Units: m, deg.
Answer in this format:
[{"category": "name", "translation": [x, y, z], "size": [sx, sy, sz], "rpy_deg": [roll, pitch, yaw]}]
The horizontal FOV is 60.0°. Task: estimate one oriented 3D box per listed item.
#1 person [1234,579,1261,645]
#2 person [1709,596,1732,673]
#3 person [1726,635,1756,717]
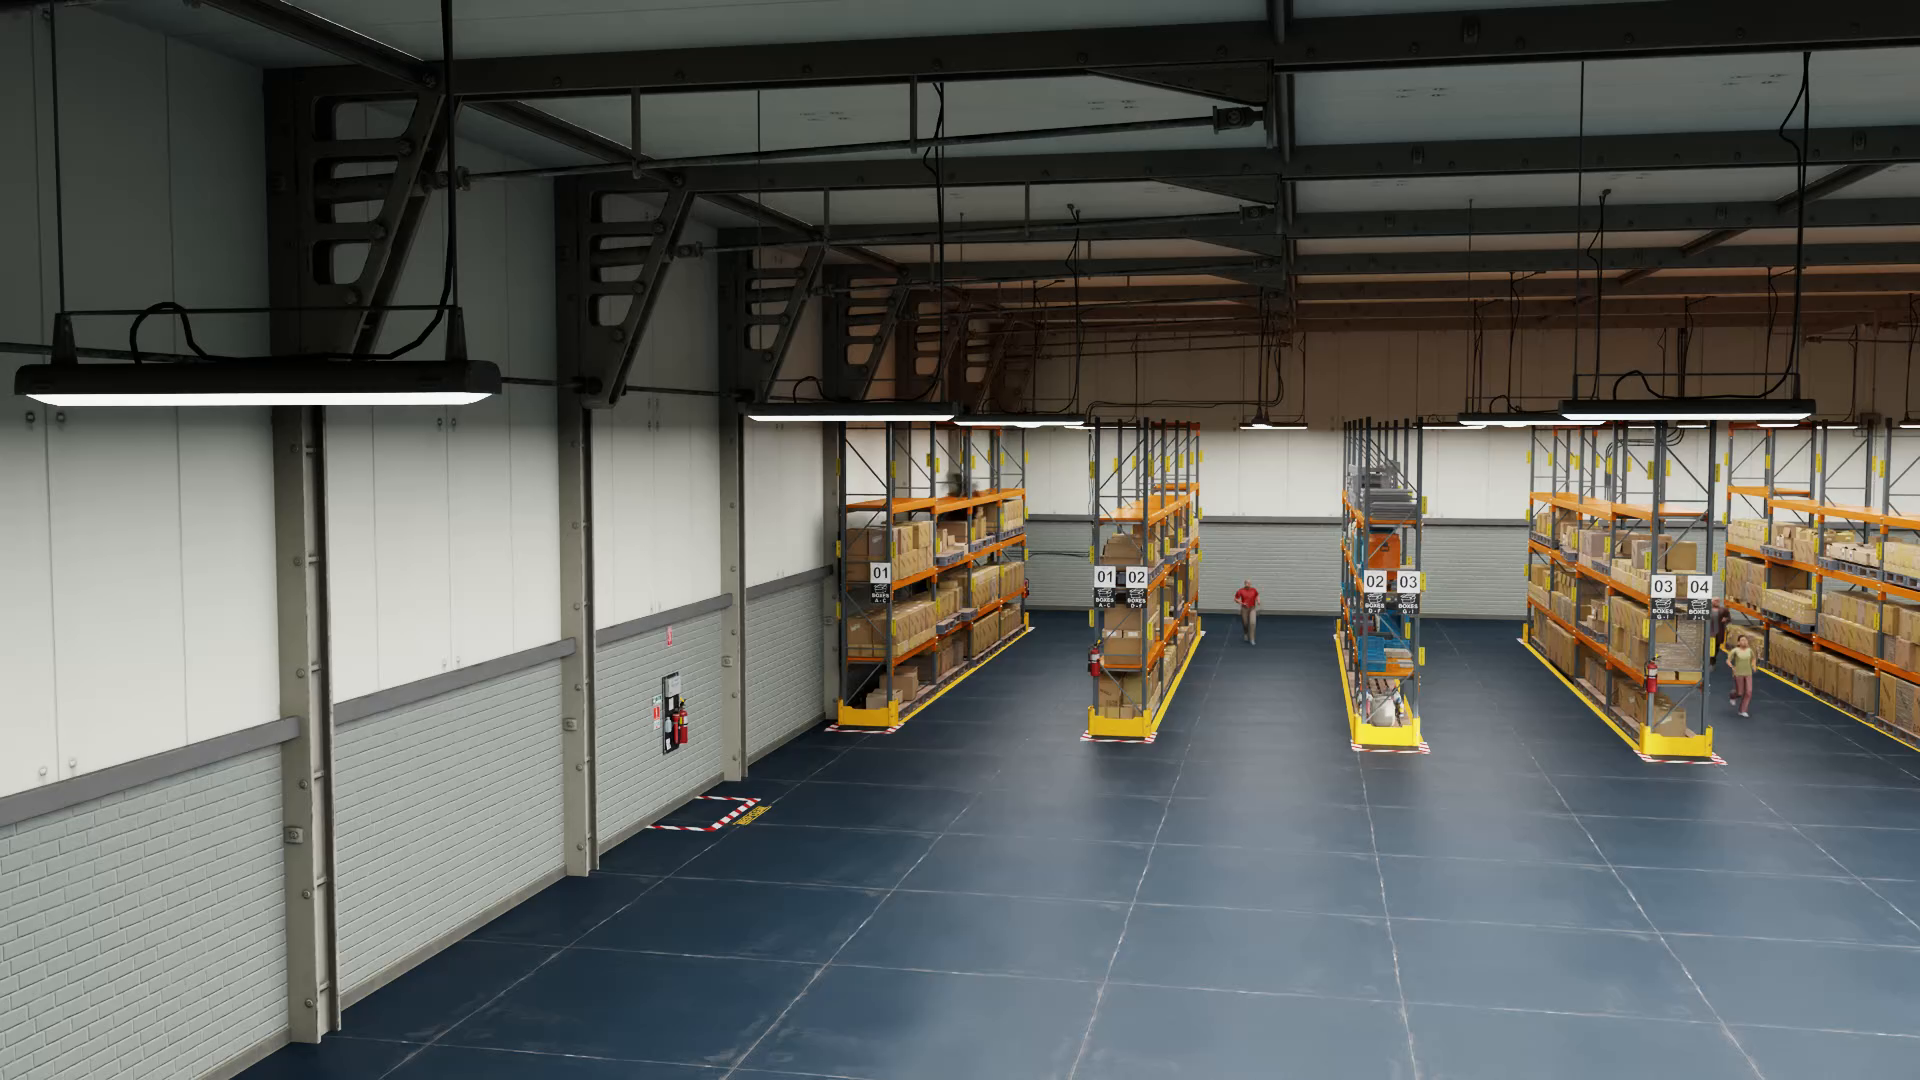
[{"category": "person", "translation": [7.806, 1.949, 45.140], "size": [0.706, 1.773, 0.862], "rpy_deg": [0, 4, -3]}, {"category": "person", "translation": [18.108, 2.269, 39.843], "size": [0.665, 1.856, 0.844], "rpy_deg": [1, 4, 14]}, {"category": "person", "translation": [15.860, 2.732, 33.704], "size": [0.595, 1.624, 0.699], "rpy_deg": [0, 4, 4]}]
